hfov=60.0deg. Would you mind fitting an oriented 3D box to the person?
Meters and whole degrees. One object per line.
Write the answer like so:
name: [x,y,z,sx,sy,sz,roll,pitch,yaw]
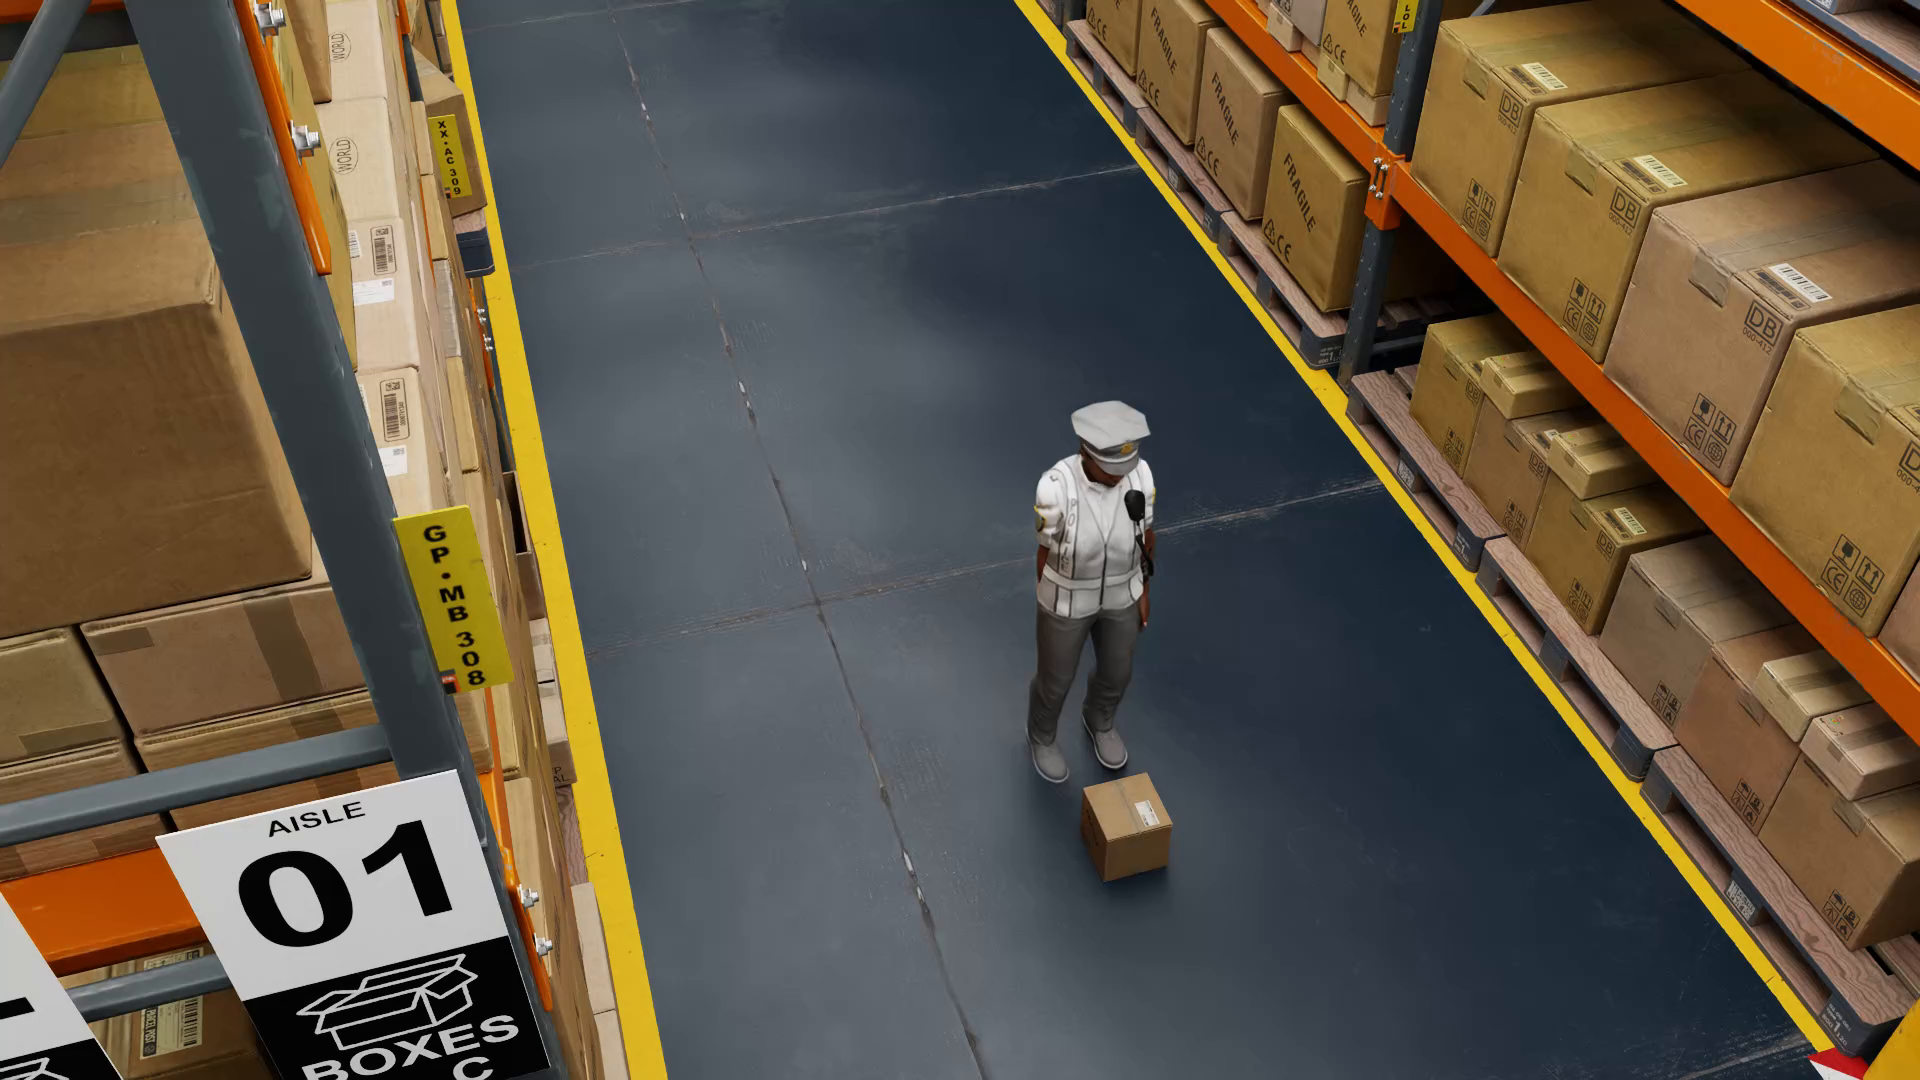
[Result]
person: [0.478,0.207,5.947,0.439,1.661,0.339,-11,44,-12]
